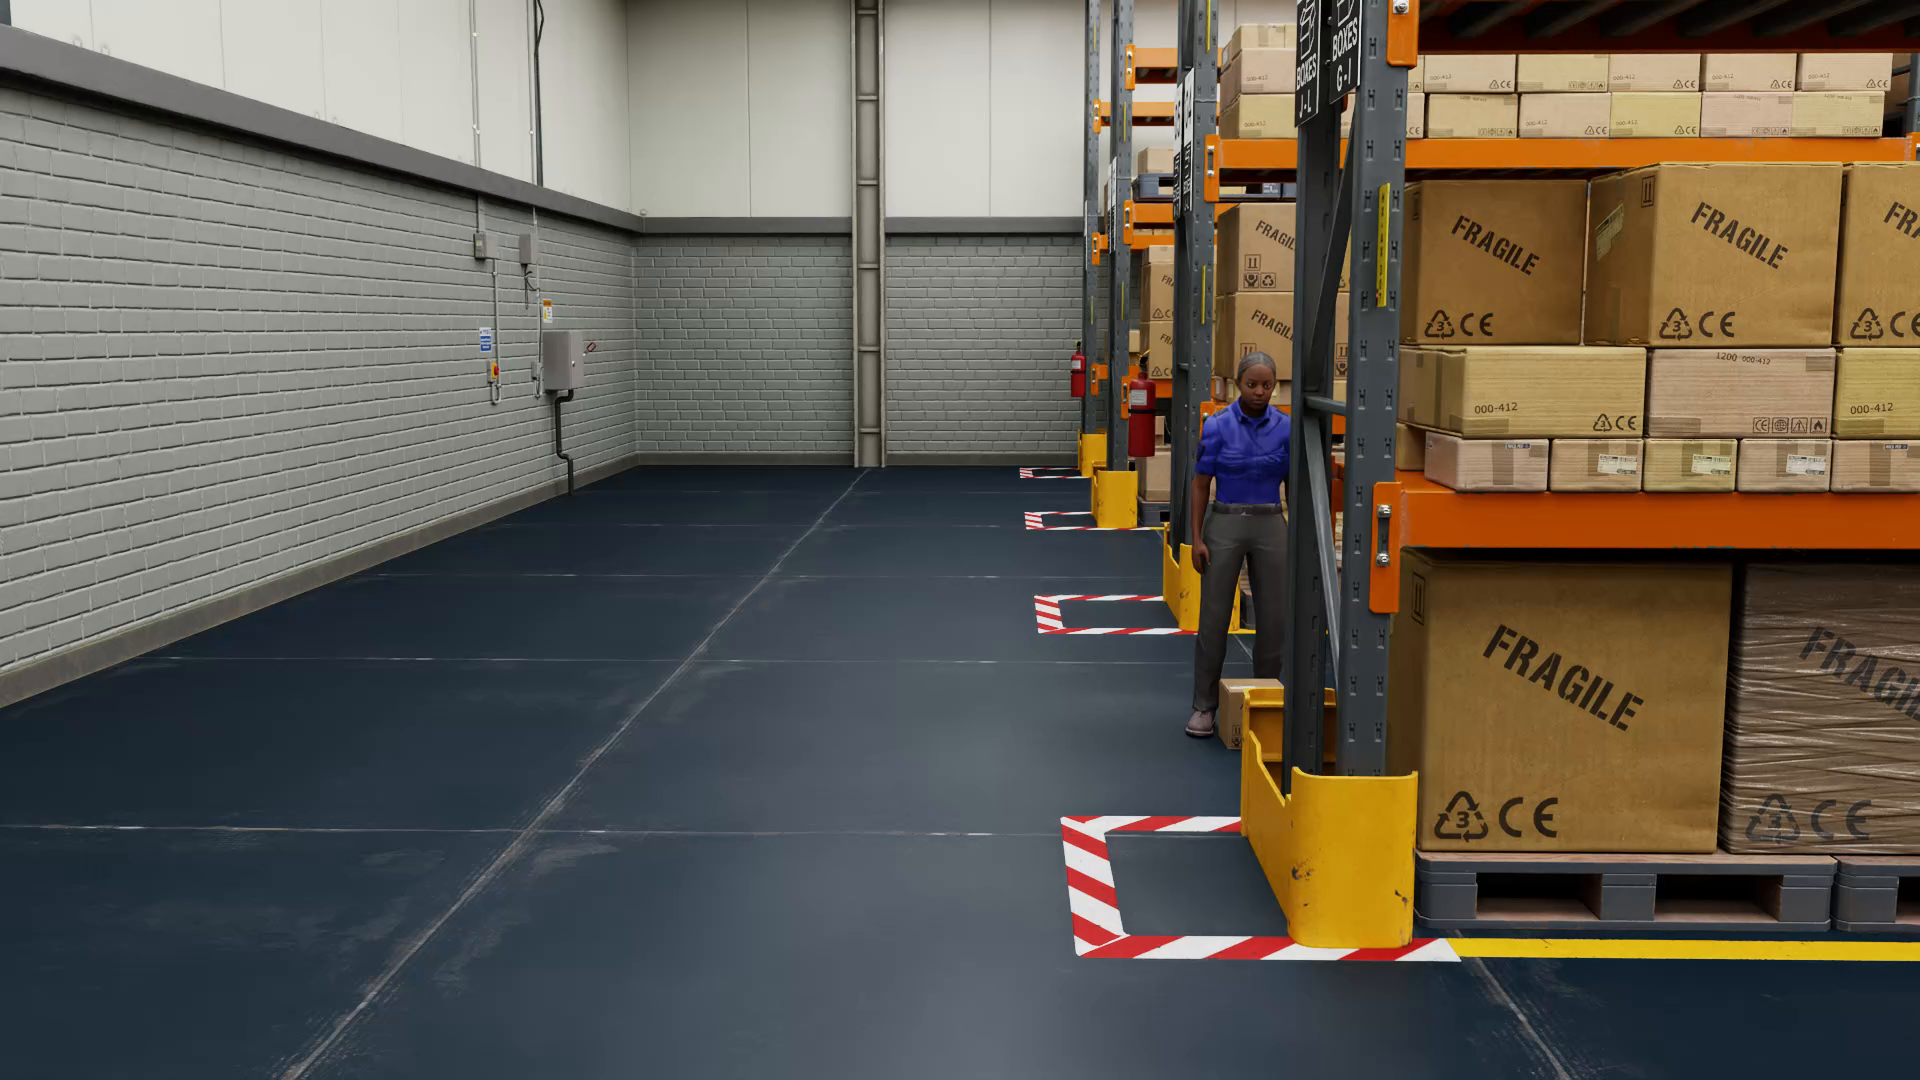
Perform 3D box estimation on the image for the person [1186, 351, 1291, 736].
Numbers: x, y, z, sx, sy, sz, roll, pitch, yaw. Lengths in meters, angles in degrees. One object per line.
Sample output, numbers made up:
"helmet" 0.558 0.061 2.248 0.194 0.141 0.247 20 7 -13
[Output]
"person" 1.236 0.012 7.199 0.507 1.655 0.347 0 7 1
